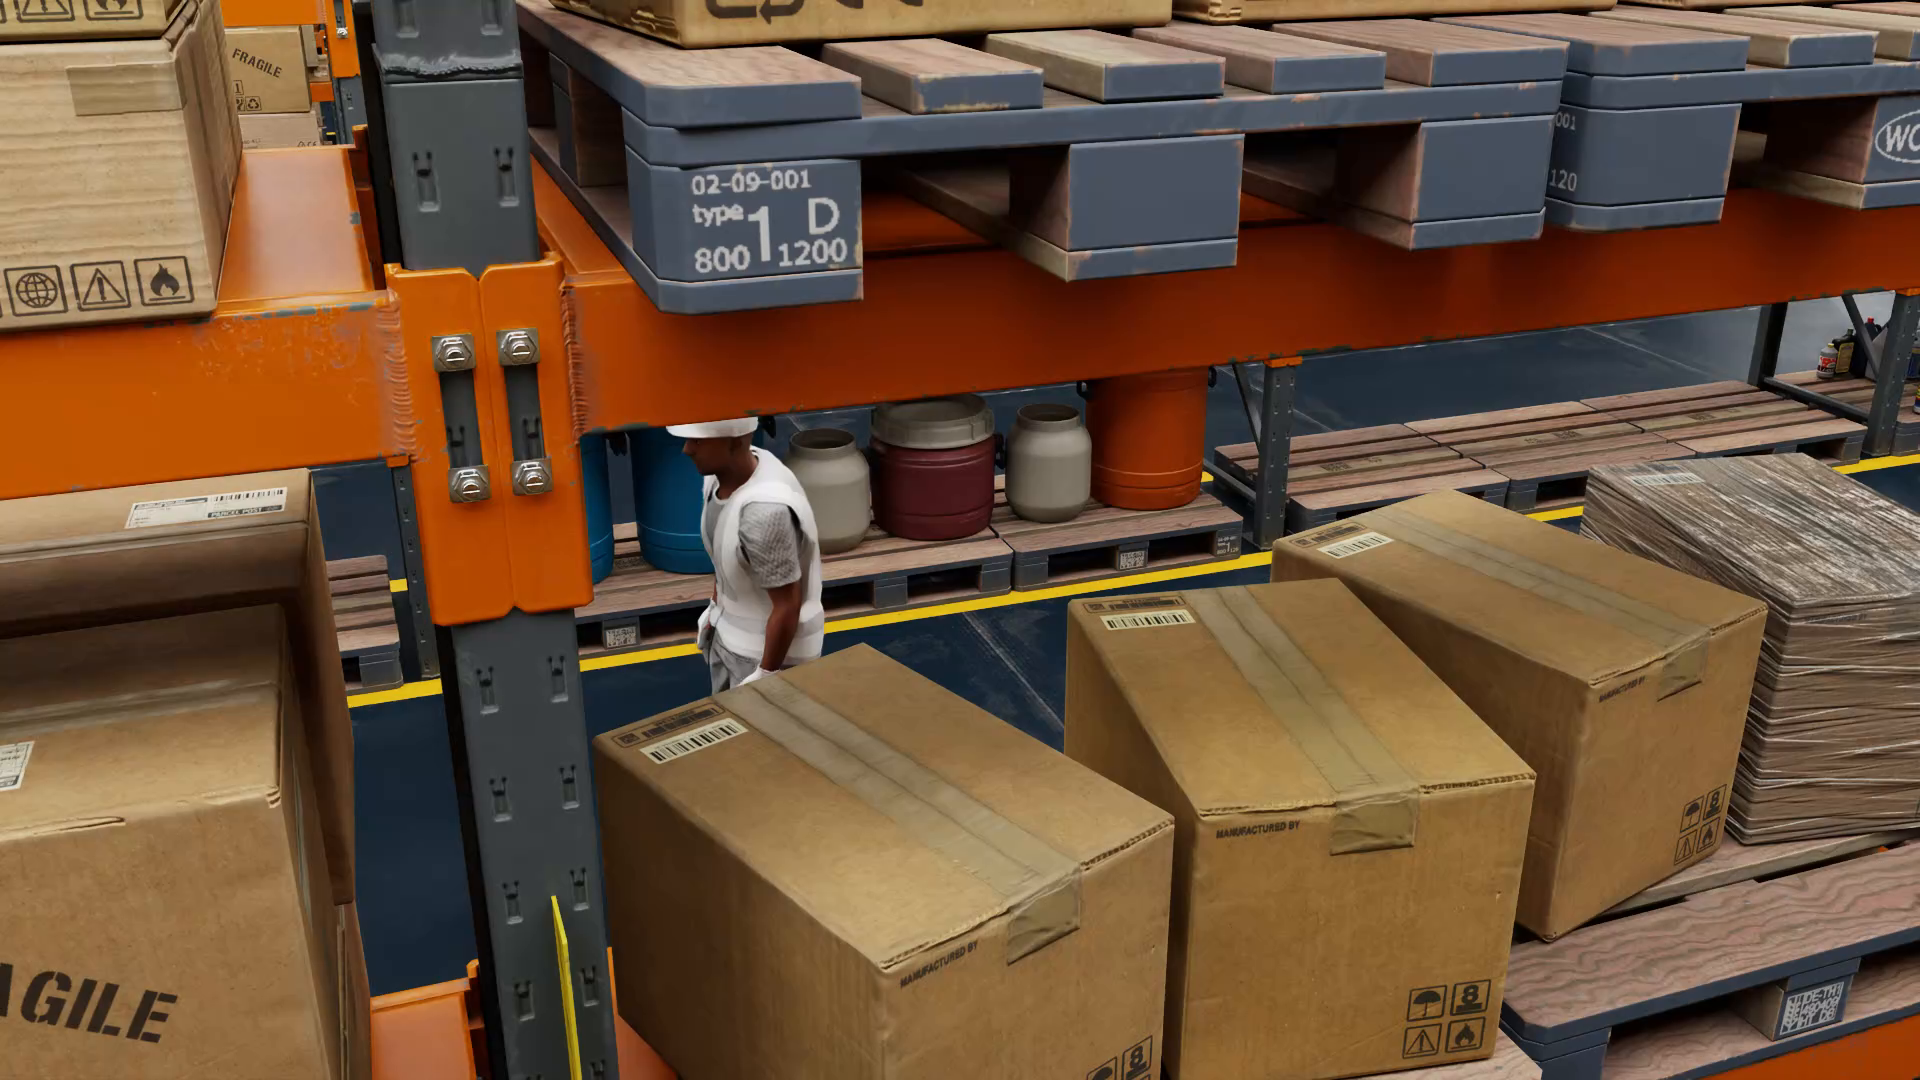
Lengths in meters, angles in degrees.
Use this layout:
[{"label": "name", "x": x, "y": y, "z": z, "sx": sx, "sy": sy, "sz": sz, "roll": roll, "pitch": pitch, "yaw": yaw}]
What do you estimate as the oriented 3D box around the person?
[{"label": "person", "x": -0.664, "y": 0.337, "z": 5.254, "sx": 0.440, "sy": 1.775, "sz": 0.595, "roll": -9, "pitch": 24, "yaw": -21}]
